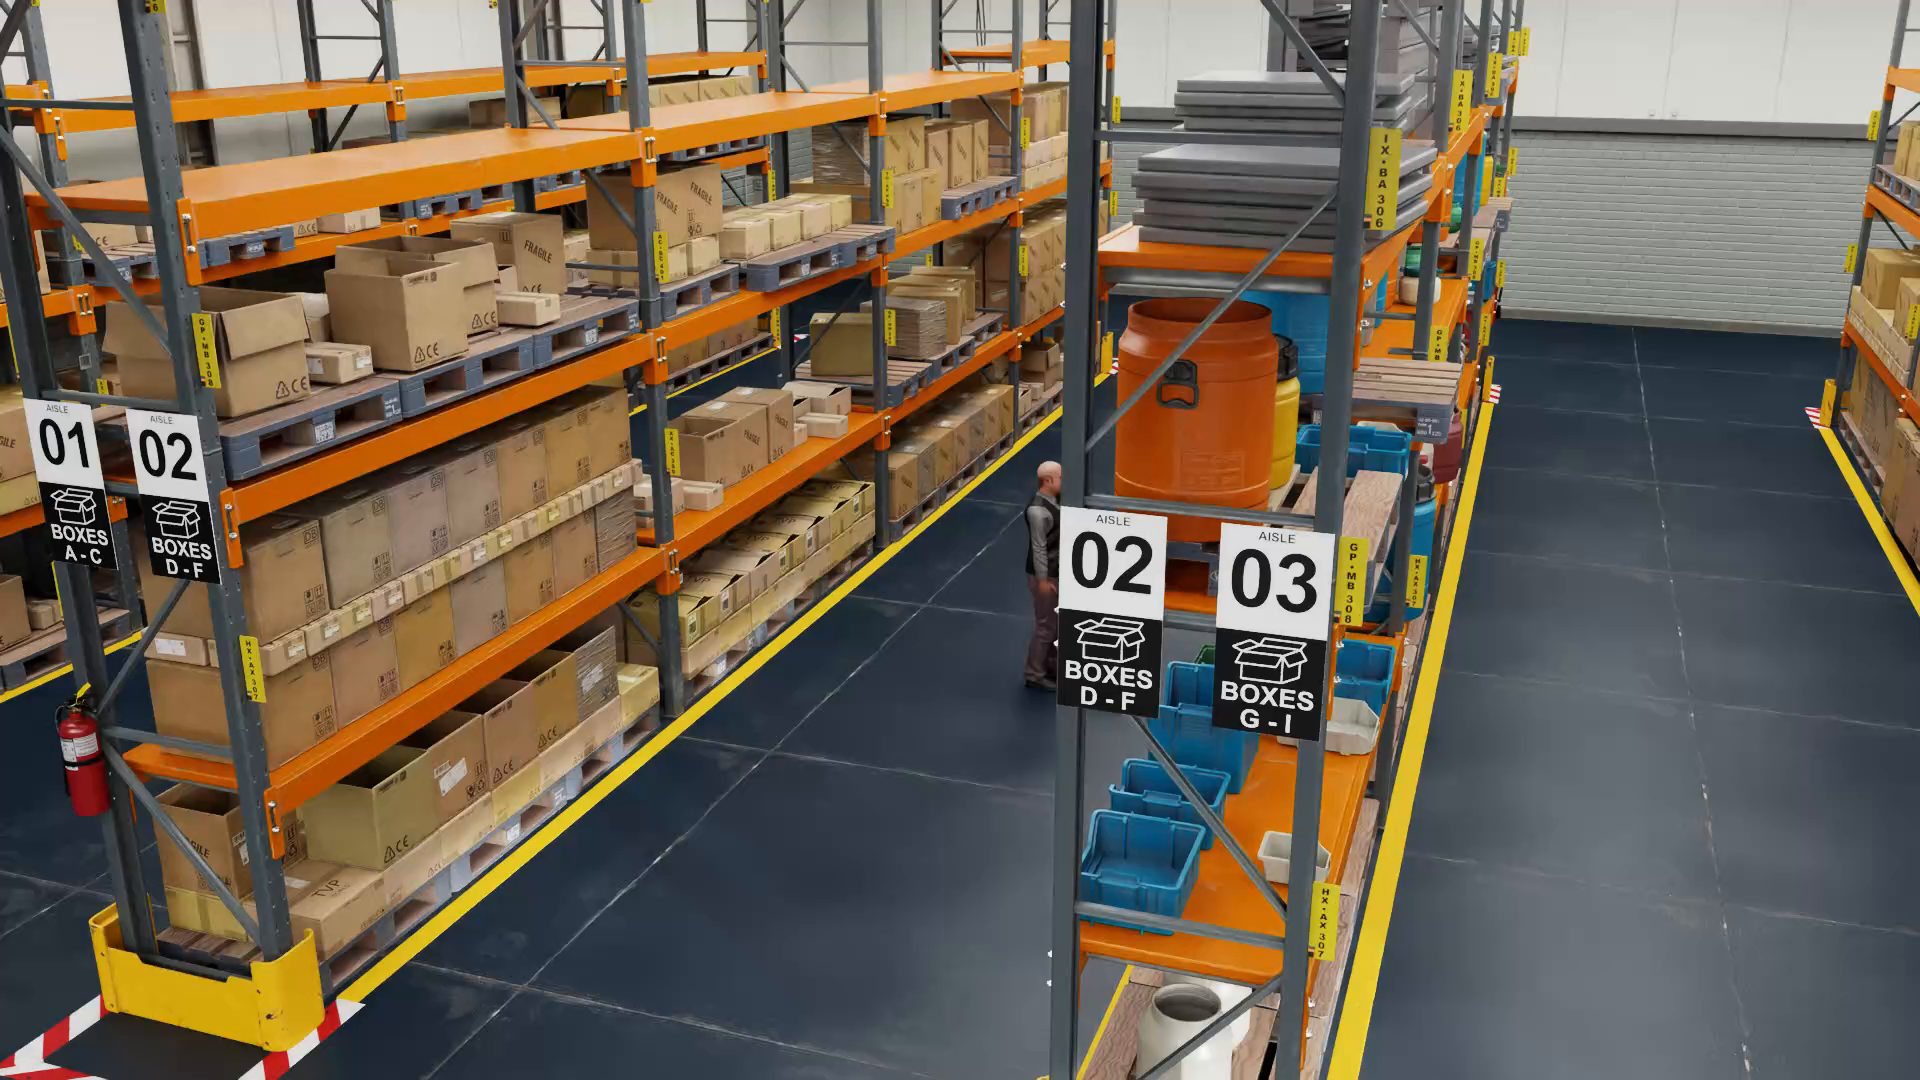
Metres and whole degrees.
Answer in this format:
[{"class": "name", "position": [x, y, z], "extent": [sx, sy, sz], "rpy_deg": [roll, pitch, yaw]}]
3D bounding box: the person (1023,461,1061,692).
[{"class": "person", "position": [0.681, 0.250, 12.303], "extent": [0.358, 1.716, 0.531], "rpy_deg": [7, 20, 19]}]
